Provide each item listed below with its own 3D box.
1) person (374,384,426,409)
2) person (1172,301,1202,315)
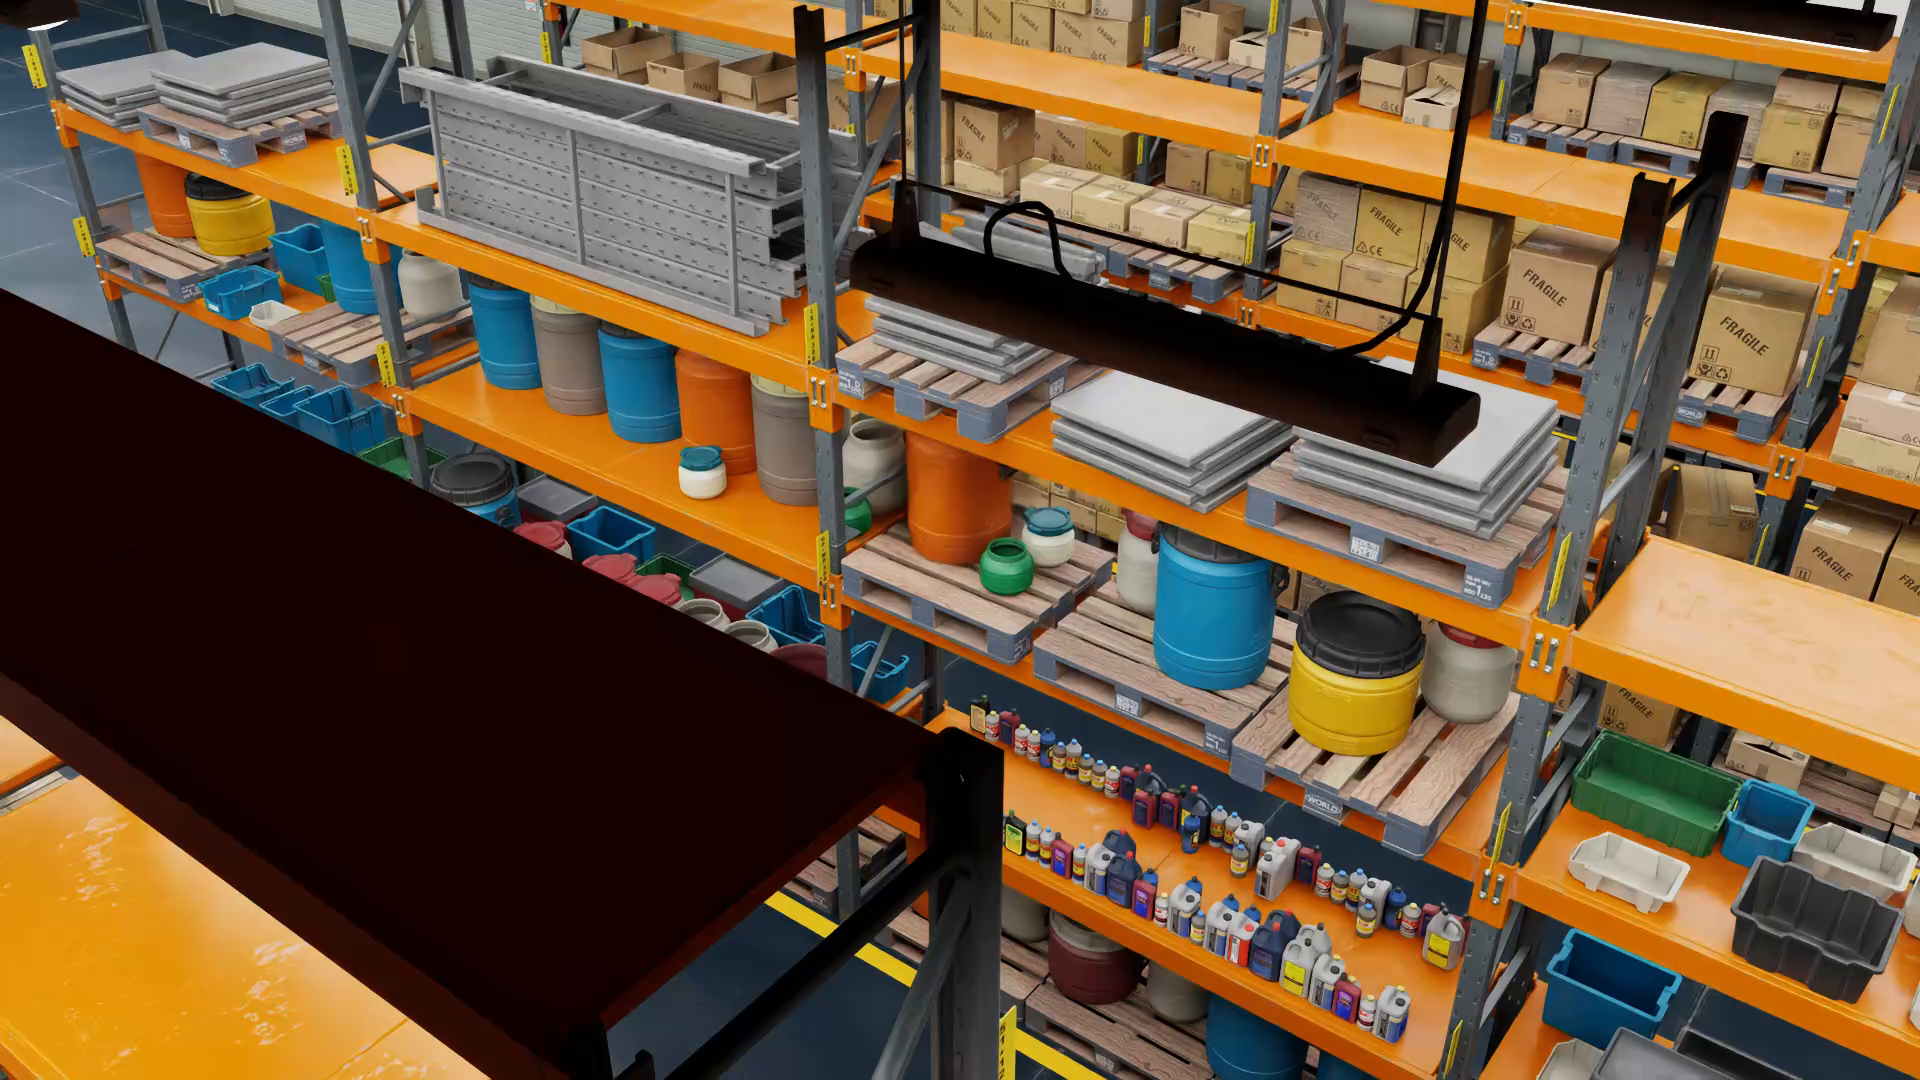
[{"bbox_3d":[-5.894,-2.155,17.199,0.479,1.659,0.776,20,37,29],"label":"person"},{"bbox_3d":[2.001,-1.736,16.463,0.739,1.805,0.607,18,36,27],"label":"person"}]
